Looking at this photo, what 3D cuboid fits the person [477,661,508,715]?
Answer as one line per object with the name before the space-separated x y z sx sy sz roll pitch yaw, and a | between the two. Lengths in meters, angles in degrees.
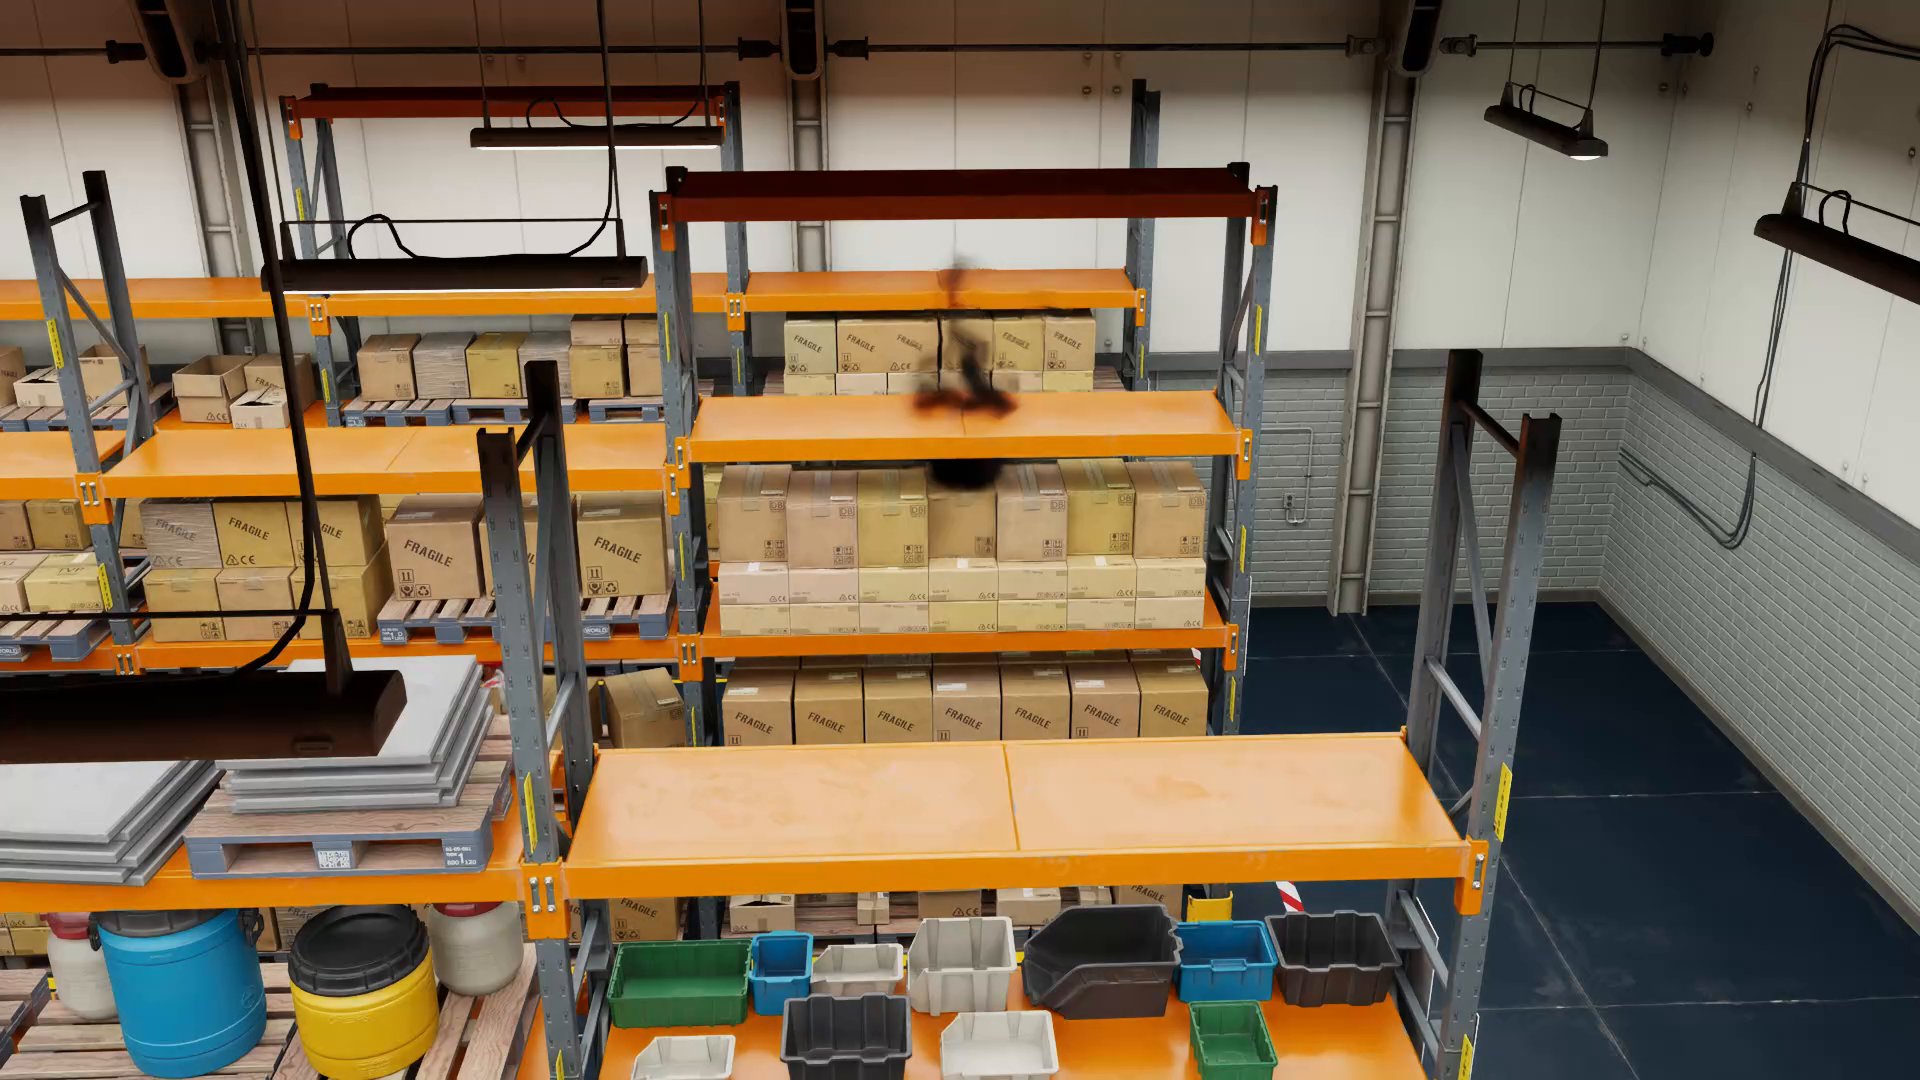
person | -4.016 1.741 14.527 0.899 1.783 0.656 -3 22 -7
